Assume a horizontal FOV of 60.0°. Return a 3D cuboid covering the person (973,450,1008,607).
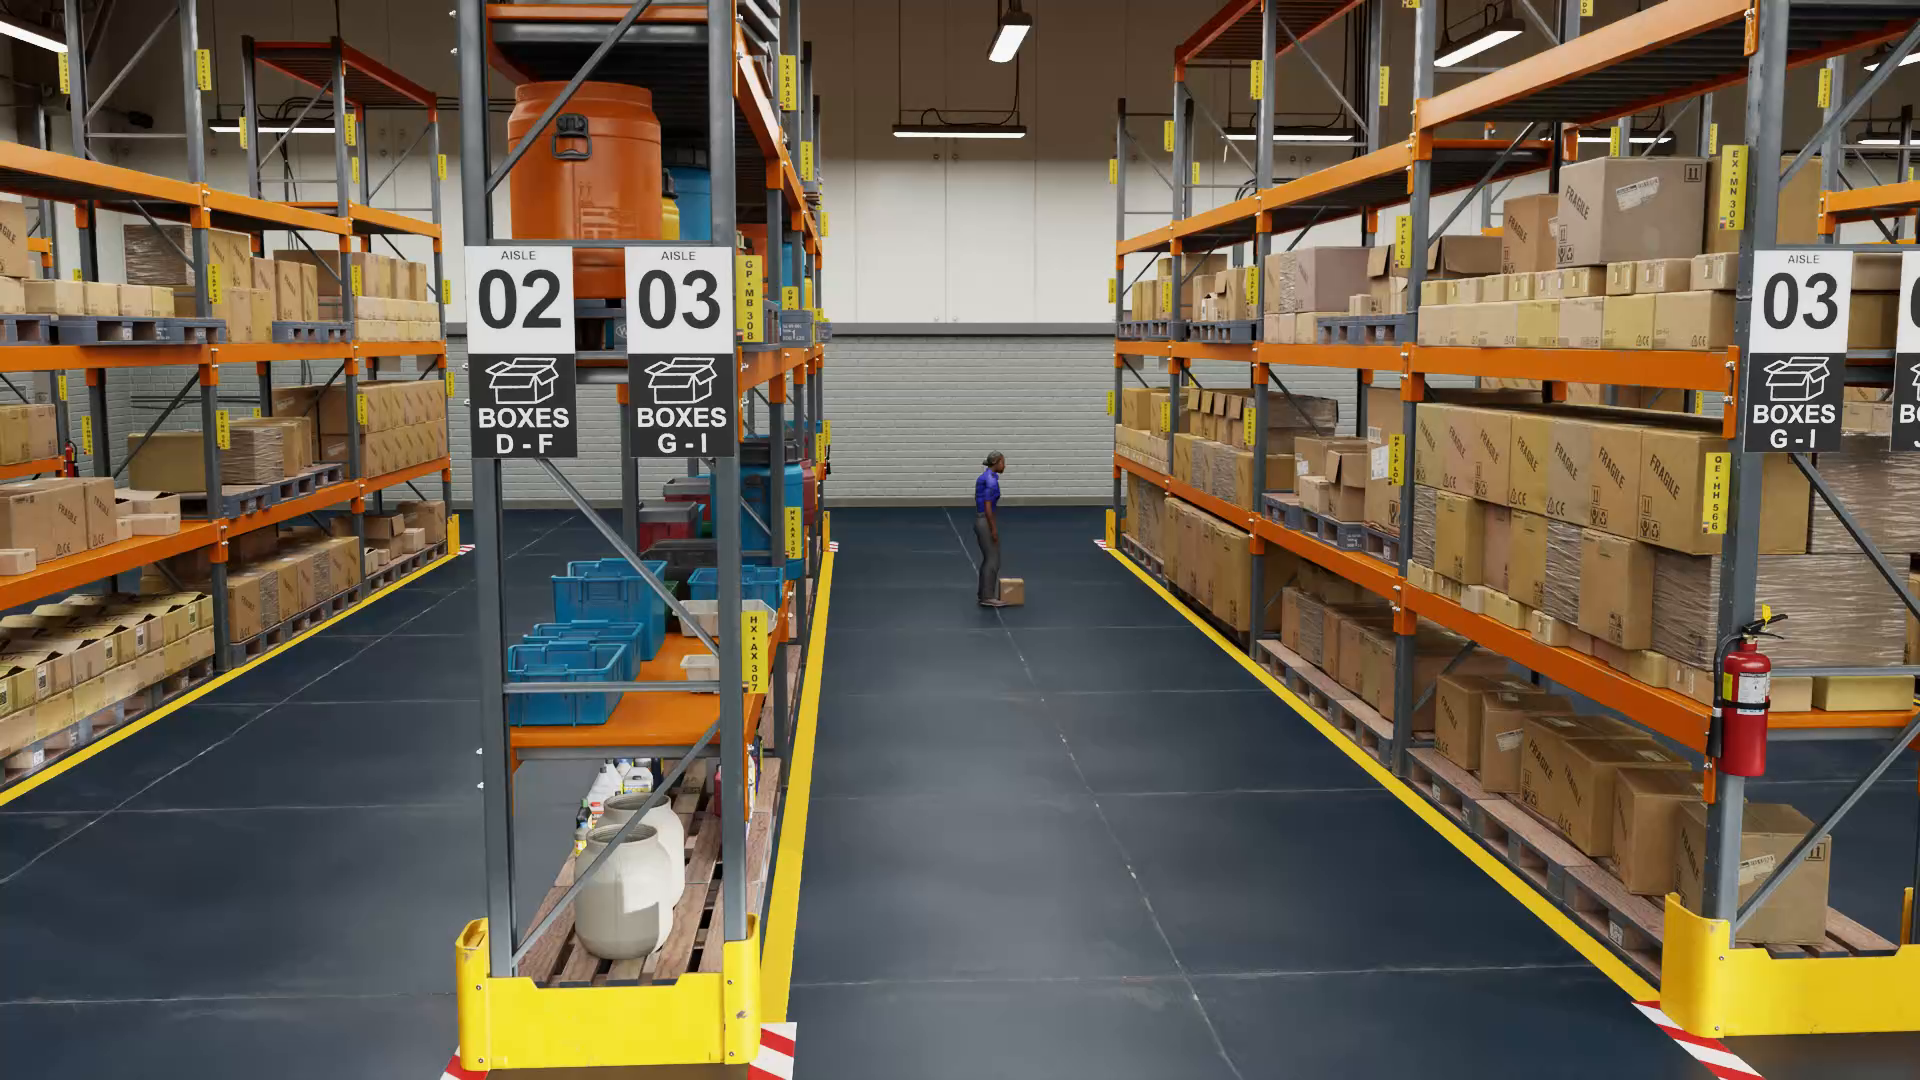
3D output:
[{"bbox_3d":[0.321,-0.133,17.868,0.349,1.653,0.518,-1,7,-7],"label":"person"}]
